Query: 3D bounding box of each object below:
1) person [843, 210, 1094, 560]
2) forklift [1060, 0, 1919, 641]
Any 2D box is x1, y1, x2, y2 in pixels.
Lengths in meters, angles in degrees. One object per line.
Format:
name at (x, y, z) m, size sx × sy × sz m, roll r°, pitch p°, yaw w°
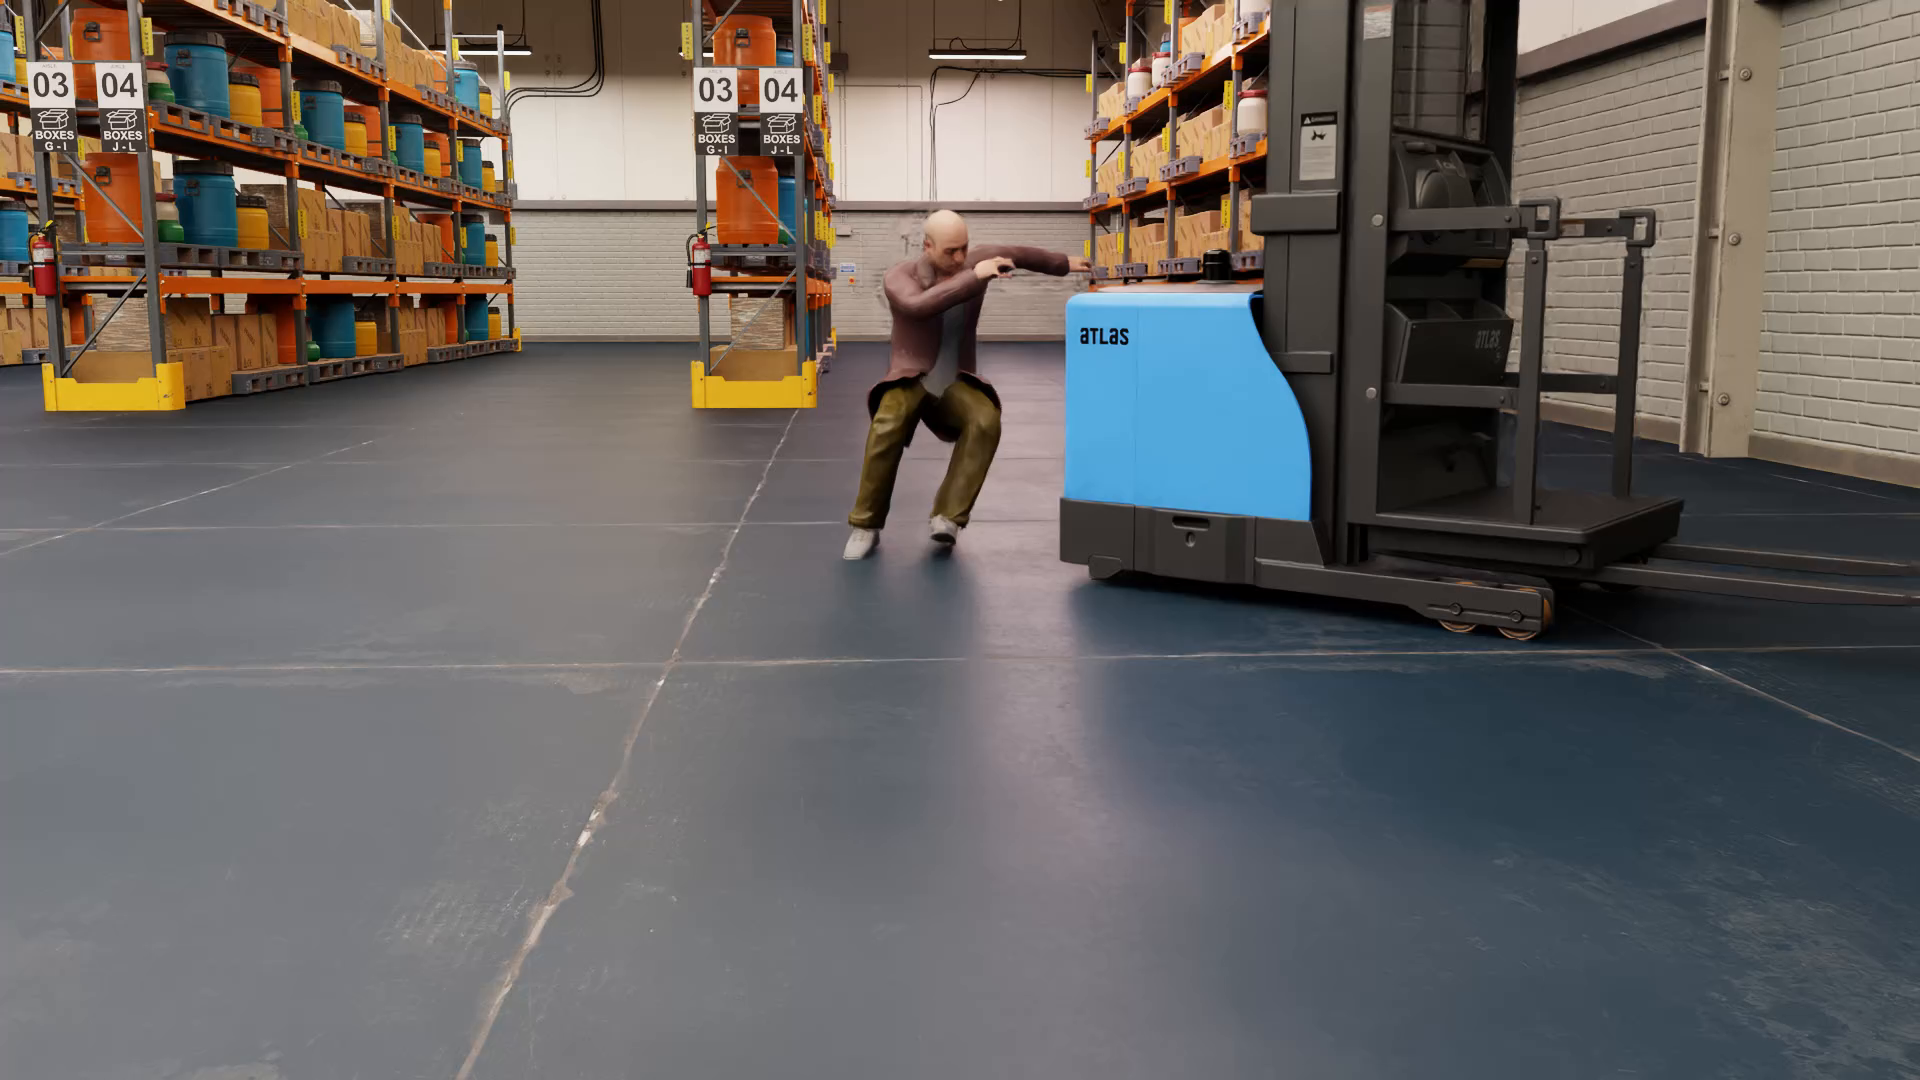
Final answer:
person at (0.088, -0.689, 7.209) m, size 1.464 × 1.449 × 0.749 m, roll -4°, pitch 9°, yaw -25°
forklift at (1.850, -1.223, 5.567) m, size 3.031 × 2.935 × 1.130 m, roll 7°, pitch 11°, yaw 38°
